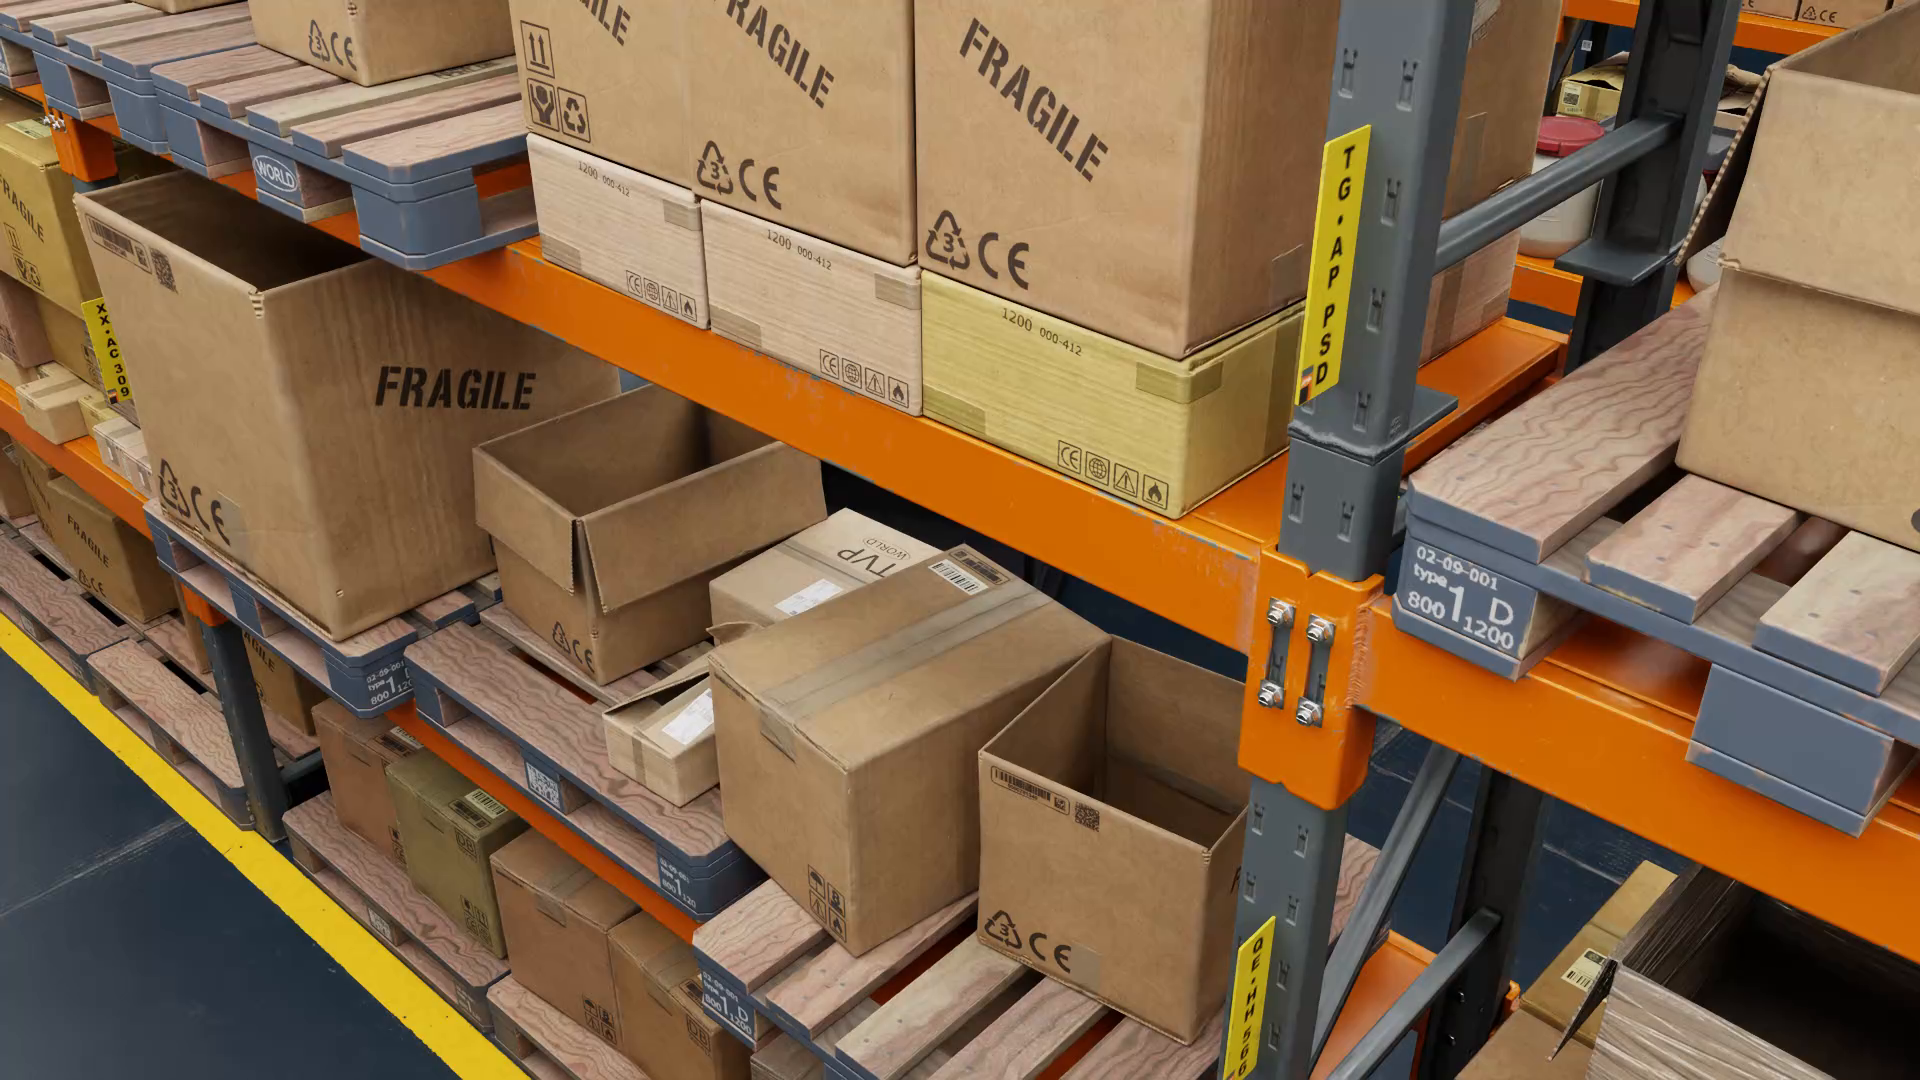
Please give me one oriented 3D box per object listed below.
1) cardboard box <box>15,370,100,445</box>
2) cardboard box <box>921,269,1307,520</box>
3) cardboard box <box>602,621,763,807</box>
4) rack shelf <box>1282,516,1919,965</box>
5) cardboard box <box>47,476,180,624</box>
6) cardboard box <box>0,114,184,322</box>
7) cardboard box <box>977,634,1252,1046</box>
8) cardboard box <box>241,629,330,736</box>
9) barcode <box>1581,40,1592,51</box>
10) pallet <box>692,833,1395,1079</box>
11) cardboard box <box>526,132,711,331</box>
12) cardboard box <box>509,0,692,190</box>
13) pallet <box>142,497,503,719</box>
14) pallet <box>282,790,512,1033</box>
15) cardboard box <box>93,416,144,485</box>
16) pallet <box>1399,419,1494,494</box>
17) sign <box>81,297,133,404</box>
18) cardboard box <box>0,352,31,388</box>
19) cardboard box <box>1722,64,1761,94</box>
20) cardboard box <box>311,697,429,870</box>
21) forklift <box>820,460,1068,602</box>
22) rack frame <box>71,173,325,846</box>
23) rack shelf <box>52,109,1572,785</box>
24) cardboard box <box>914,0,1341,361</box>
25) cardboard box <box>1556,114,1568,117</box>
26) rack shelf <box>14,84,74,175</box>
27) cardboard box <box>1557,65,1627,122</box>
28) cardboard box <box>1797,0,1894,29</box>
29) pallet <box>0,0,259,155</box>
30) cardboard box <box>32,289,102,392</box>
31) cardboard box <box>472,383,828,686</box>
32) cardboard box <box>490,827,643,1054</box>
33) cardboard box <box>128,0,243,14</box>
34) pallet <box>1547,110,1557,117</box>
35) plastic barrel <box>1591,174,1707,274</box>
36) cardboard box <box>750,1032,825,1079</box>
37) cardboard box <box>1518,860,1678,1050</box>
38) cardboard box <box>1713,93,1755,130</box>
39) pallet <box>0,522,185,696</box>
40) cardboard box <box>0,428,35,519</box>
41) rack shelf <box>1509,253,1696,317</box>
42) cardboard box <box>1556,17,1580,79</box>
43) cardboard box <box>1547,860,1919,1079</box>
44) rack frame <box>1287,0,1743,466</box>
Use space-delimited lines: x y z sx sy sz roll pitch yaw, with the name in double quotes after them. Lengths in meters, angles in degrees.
-3.100 -0.502 5.920 0.250 0.149 0.380 25 39 35 "cardboard box"
0.289 -0.312 2.597 0.500 0.250 0.500 25 39 35 "cardboard box"
-0.611 0.384 3.928 0.258 0.266 0.396 24 38 34 "cardboard box"
2.289 0.695 1.476 4.000 0.370 1.077 25 39 35 "rack shelf"
-3.372 -0.047 6.937 0.500 0.500 0.500 21 37 31 "cardboard box"
-2.678 -1.054 5.237 0.500 0.500 0.500 25 39 35 "cardboard box"
0.379 0.585 3.365 0.500 0.500 0.500 20 36 29 "cardboard box"
-2.429 0.333 6.305 0.500 0.500 0.500 24 38 34 "cardboard box"
4.401 -3.473 11.677 0.075 0.075 0.001 25 39 35 "barcode"
0.207 0.856 3.606 1.003 0.211 1.213 25 39 35 "pallet"
-0.458 -0.653 3.164 0.500 0.250 0.500 26 40 36 "cardboard box"
-0.459 -0.982 2.983 0.500 0.500 0.500 26 40 36 "cardboard box"
-1.690 -0.002 5.031 1.213 0.211 1.003 25 39 35 "pallet"
-1.581 1.059 5.786 1.213 0.211 1.003 25 39 35 "pallet"
-2.695 -0.349 5.665 0.250 0.149 0.380 25 39 35 "cardboard box"
2.681 -0.425 8.251 1.213 0.211 1.003 25 39 35 "pallet"
-2.518 -0.565 4.941 0.005 0.325 0.100 25 39 35 "sign"
-3.409 -0.711 6.265 0.250 0.149 0.380 25 39 35 "cardboard box"
5.374 -3.225 11.915 0.500 0.311 0.500 26 40 36 "cardboard box"
-1.718 0.699 5.678 0.500 0.500 0.700 22 37 32 "cardboard box"
-0.142 -0.943 6.474 1.130 2.935 3.031 7 32 11 "forklift"
-2.159 -0.405 5.514 0.127 3.000 1.000 25 39 35 "rack frame"
-0.676 -0.689 3.776 4.000 0.370 1.077 25 39 35 "rack shelf"
0.285 -0.632 2.401 0.500 0.500 0.500 26 40 36 "cardboard box"
4.624 -2.959 12.016 0.500 0.250 0.500 24 38 34 "cardboard box"
-3.642 -2.074 6.075 4.000 0.370 1.077 25 39 35 "rack shelf"
4.630 -3.195 11.865 0.500 0.311 0.500 25 39 35 "cardboard box"
5.811 -3.607 10.736 0.500 0.500 0.500 25 39 35 "cardboard box"
-1.773 -1.355 4.366 1.003 0.211 1.213 25 39 35 "pallet"
-2.798 -0.941 6.019 0.500 0.500 0.875 25 39 35 "cardboard box"
-0.812 -0.064 4.441 0.797 0.503 0.637 -25 39 -35 "cardboard box"
-0.962 1.064 5.071 0.500 0.500 0.700 21 37 31 "cardboard box"
-1.877 -1.713 4.272 0.637 0.503 0.797 23 38 33 "cardboard box"
3.929 -3.288 13.007 1.213 0.211 1.003 25 39 35 "pallet"
2.912 -1.382 7.029 0.421 0.512 0.421 0 31 0 "plastic barrel"
-0.124 1.451 4.429 0.500 0.500 0.700 21 37 31 "cardboard box"
1.339 1.013 3.062 0.500 0.500 0.500 26 40 36 "cardboard box"
5.382 -2.841 11.277 0.500 0.311 0.500 24 38 34 "cardboard box"
-3.590 0.149 7.298 1.213 0.211 1.003 25 39 35 "pallet"
-4.207 -0.482 7.658 0.500 0.500 0.500 -18 36 -28 "cardboard box"
2.647 -1.298 7.696 4.000 0.370 1.077 25 39 35 "rack shelf"
4.357 -3.795 12.677 0.500 0.500 0.500 25 39 35 "cardboard box"
1.338 0.766 2.499 0.637 0.503 0.797 27 40 37 "cardboard box"
0.806 -1.590 1.667 0.127 3.000 1.000 25 39 35 "rack frame"
